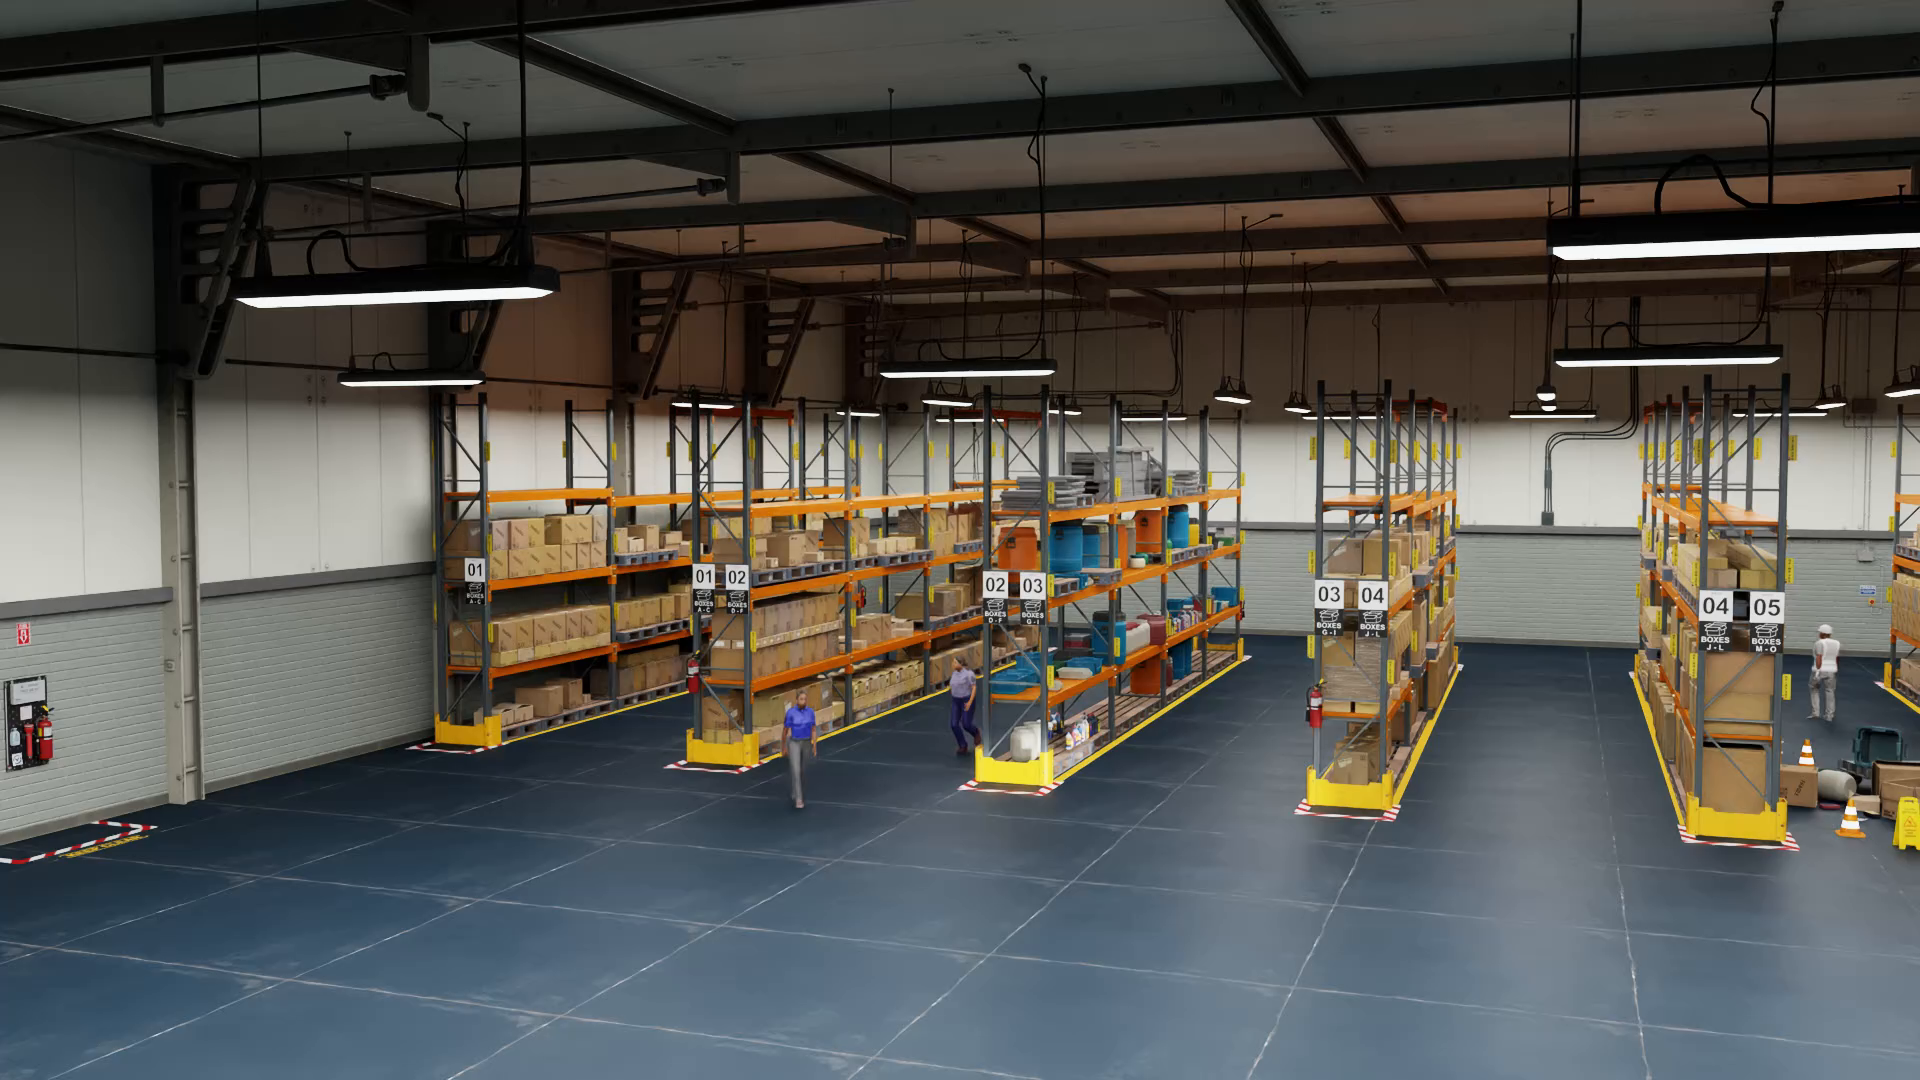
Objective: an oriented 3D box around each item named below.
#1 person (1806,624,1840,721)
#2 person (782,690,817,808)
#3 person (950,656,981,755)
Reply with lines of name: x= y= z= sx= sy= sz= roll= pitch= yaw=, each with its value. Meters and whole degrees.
person: x=16.105 y=2.486 z=30.895 sx=0.528 sy=1.816 sz=0.556 roll=0 pitch=3 yaw=8
person: x=-2.262 y=2.921 z=23.486 sx=0.522 sy=1.609 sz=0.929 roll=-2 pitch=4 yaw=-33
person: x=0.079 y=2.730 z=27.701 sx=0.538 sy=1.620 sz=0.567 roll=2 pitch=4 yaw=35
